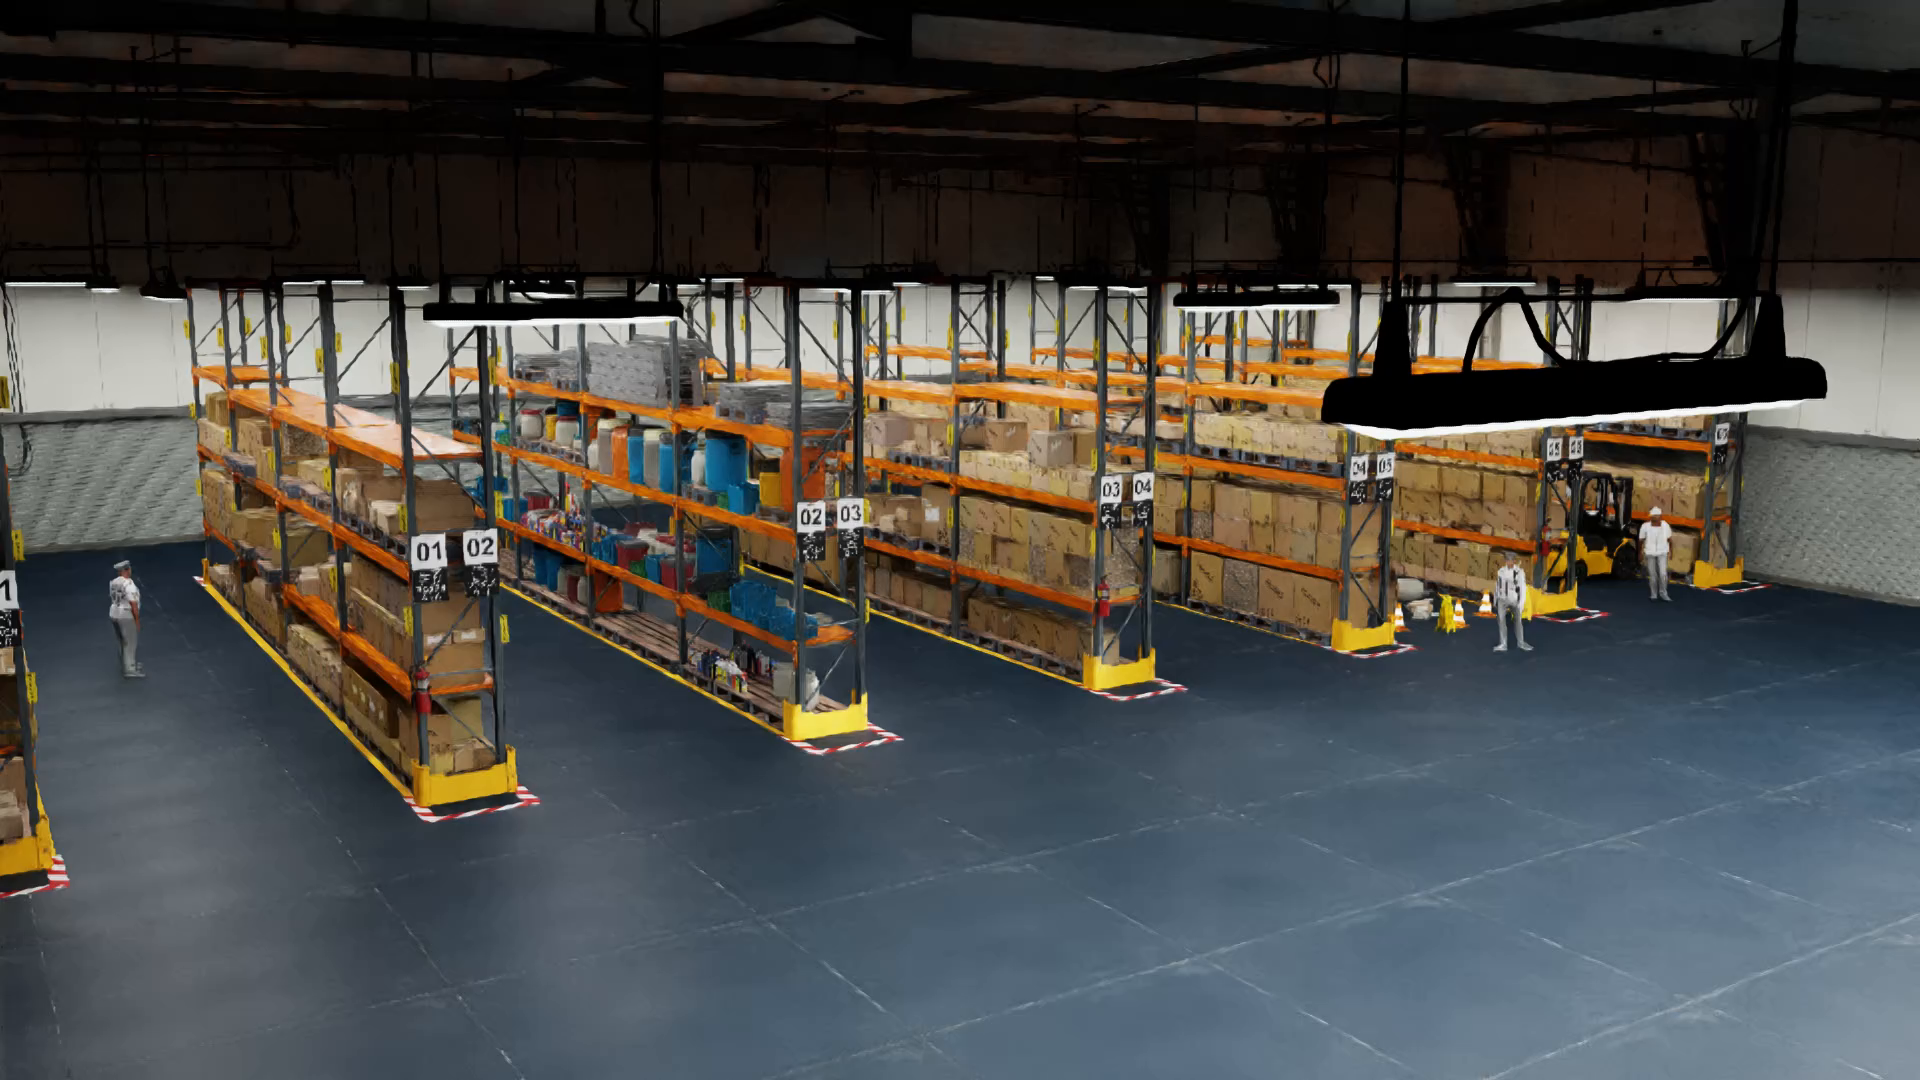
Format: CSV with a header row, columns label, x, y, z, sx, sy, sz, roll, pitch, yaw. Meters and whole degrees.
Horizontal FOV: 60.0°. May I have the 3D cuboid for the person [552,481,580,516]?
label,x,y,z,sx,sy,sz,roll,pitch,yaw
person,-8.300,-0.390,35.104,0.565,1.736,1.045,-6,11,-33

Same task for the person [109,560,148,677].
label,x,y,z,sx,sy,sz,roll,pitch,yaw
person,-12.763,1.193,25.542,0.626,1.767,0.492,6,11,31

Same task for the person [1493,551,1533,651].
label,x,y,z,sx,sy,sz,roll,pitch,yaw
person,9.048,0.989,27.172,0.657,1.666,0.473,5,11,29

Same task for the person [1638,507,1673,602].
label,x,y,z,sx,sy,sz,roll,pitch,yaw
person,13.063,0.243,31.213,0.651,1.750,0.499,4,10,23
